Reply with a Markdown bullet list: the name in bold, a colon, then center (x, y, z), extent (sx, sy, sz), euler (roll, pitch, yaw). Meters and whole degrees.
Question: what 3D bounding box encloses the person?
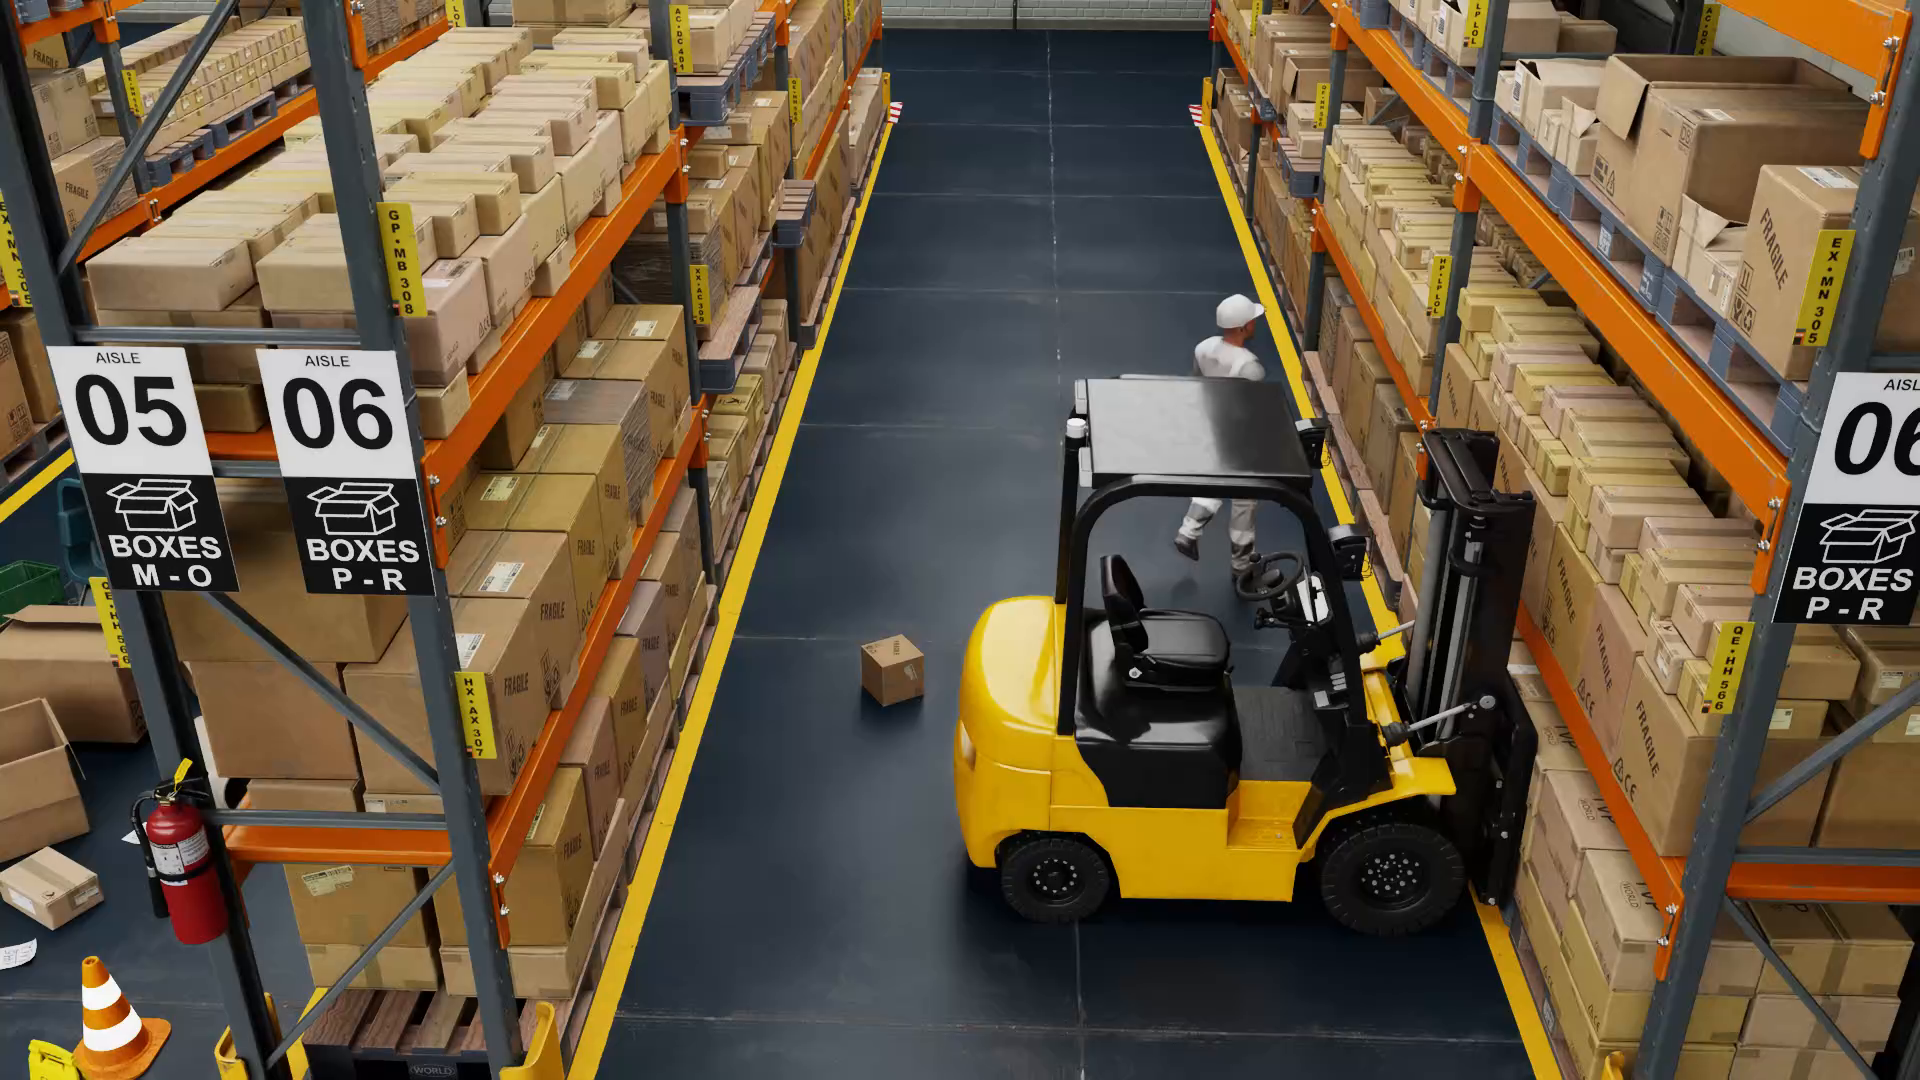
- **person**: center (1.606, -0.598, 9.676), extent (0.620, 1.785, 0.590), euler (-17, 32, -30)
